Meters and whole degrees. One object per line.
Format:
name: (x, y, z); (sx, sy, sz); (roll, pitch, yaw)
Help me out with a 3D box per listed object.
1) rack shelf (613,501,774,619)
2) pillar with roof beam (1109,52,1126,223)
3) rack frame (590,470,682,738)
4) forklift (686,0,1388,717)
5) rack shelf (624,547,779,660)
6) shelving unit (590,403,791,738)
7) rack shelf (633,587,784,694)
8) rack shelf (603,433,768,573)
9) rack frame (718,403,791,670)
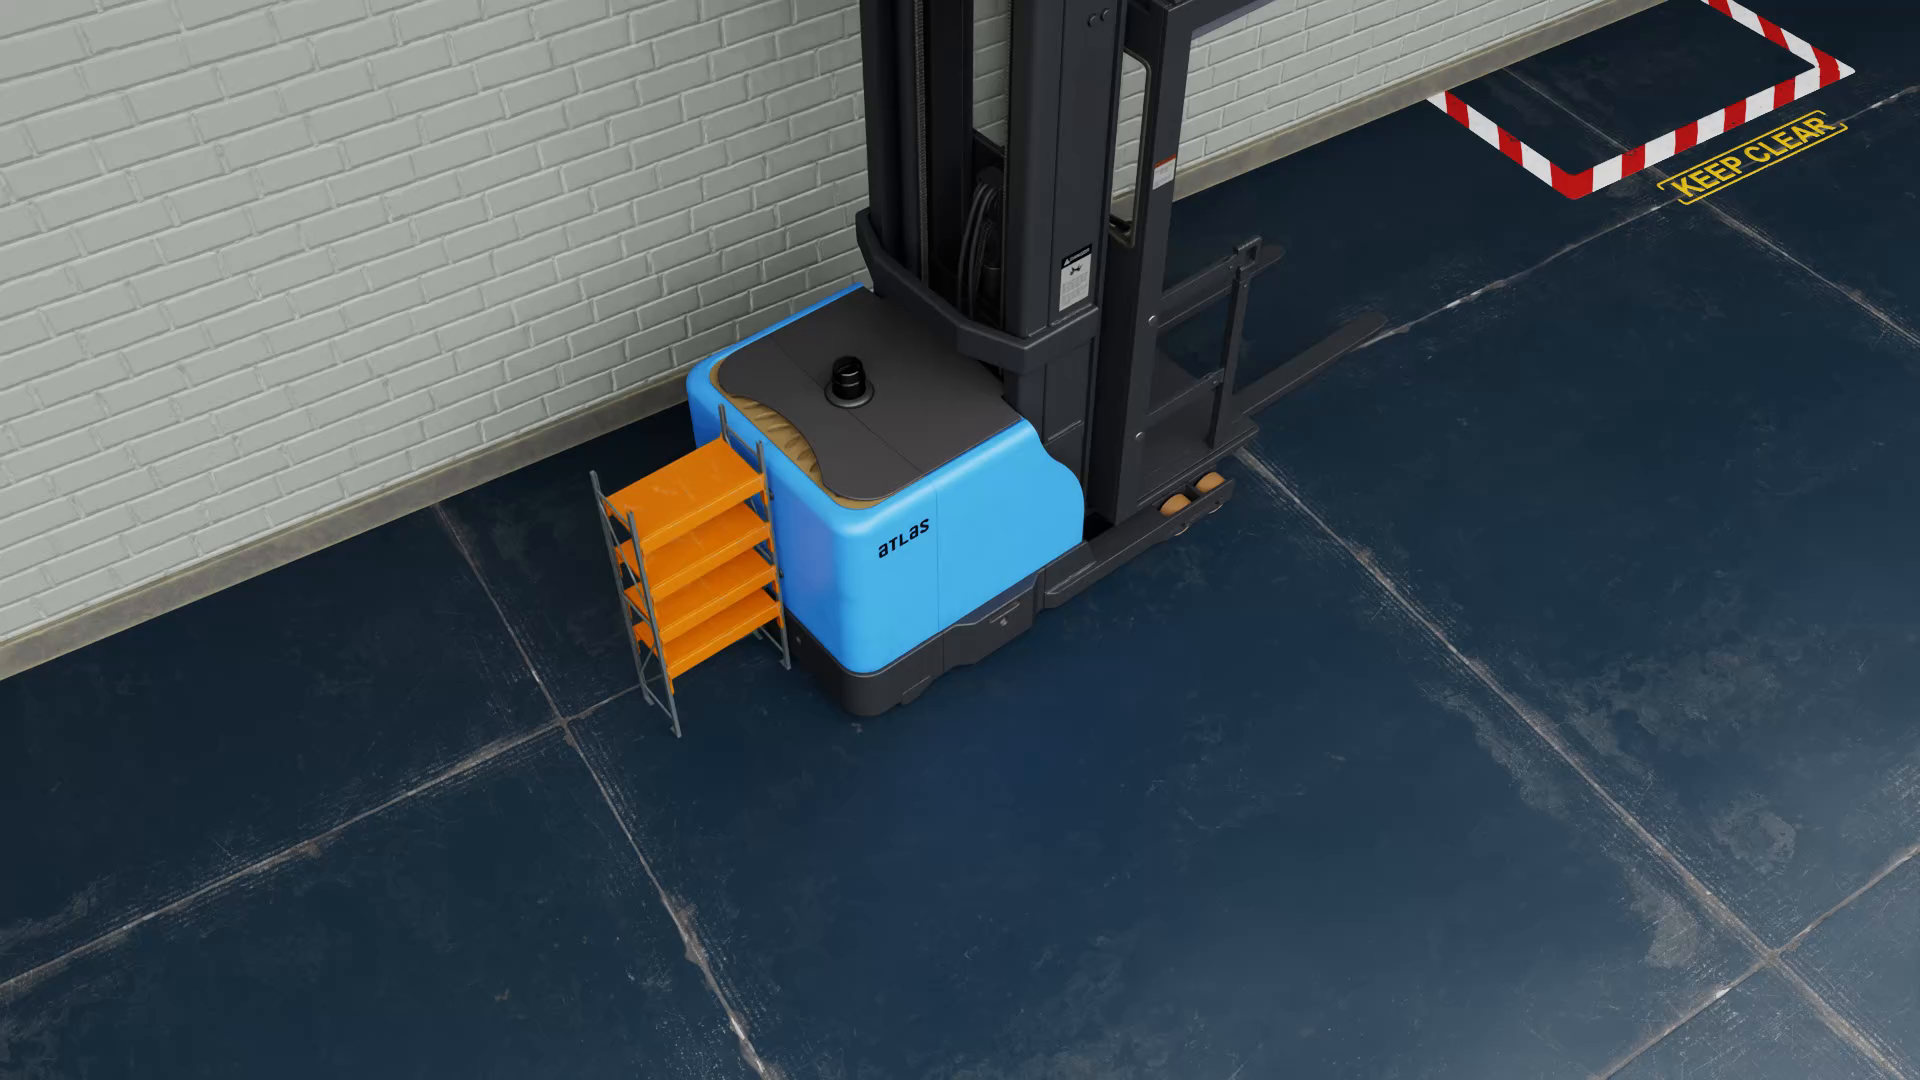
rack shelf: (-0.907, 0.030, 5.656); (0.480, 0.148, 0.258); (-31, 55, -25)
pillar with roof beam: (2.745, -1.549, 2.049); (0.400, 9.000, 9.100); (-25, 53, -21)
rack frame: (-1.096, 0.249, 5.670); (0.015, 1.200, 0.240); (-31, 55, -25)
forklift: (0.488, -1.272, 5.865); (3.031, 2.935, 1.130); (-31, 55, -25)
rack shelf: (-0.907, 0.179, 5.823); (0.480, 0.148, 0.258); (-31, 55, -25)
shelving unit: (-0.907, 0.134, 5.773); (0.503, 1.200, 0.258); (-31, 55, -25)
rack shelf: (-0.907, 0.311, 5.971); (0.480, 0.148, 0.258); (-31, 55, -25)
rack shelf: (-0.907, -0.127, 5.479); (0.480, 0.148, 0.258); (-31, 55, -25)
rack frame: (-0.718, 0.019, 5.875); (0.015, 1.200, 0.240); (-31, 55, -25)
